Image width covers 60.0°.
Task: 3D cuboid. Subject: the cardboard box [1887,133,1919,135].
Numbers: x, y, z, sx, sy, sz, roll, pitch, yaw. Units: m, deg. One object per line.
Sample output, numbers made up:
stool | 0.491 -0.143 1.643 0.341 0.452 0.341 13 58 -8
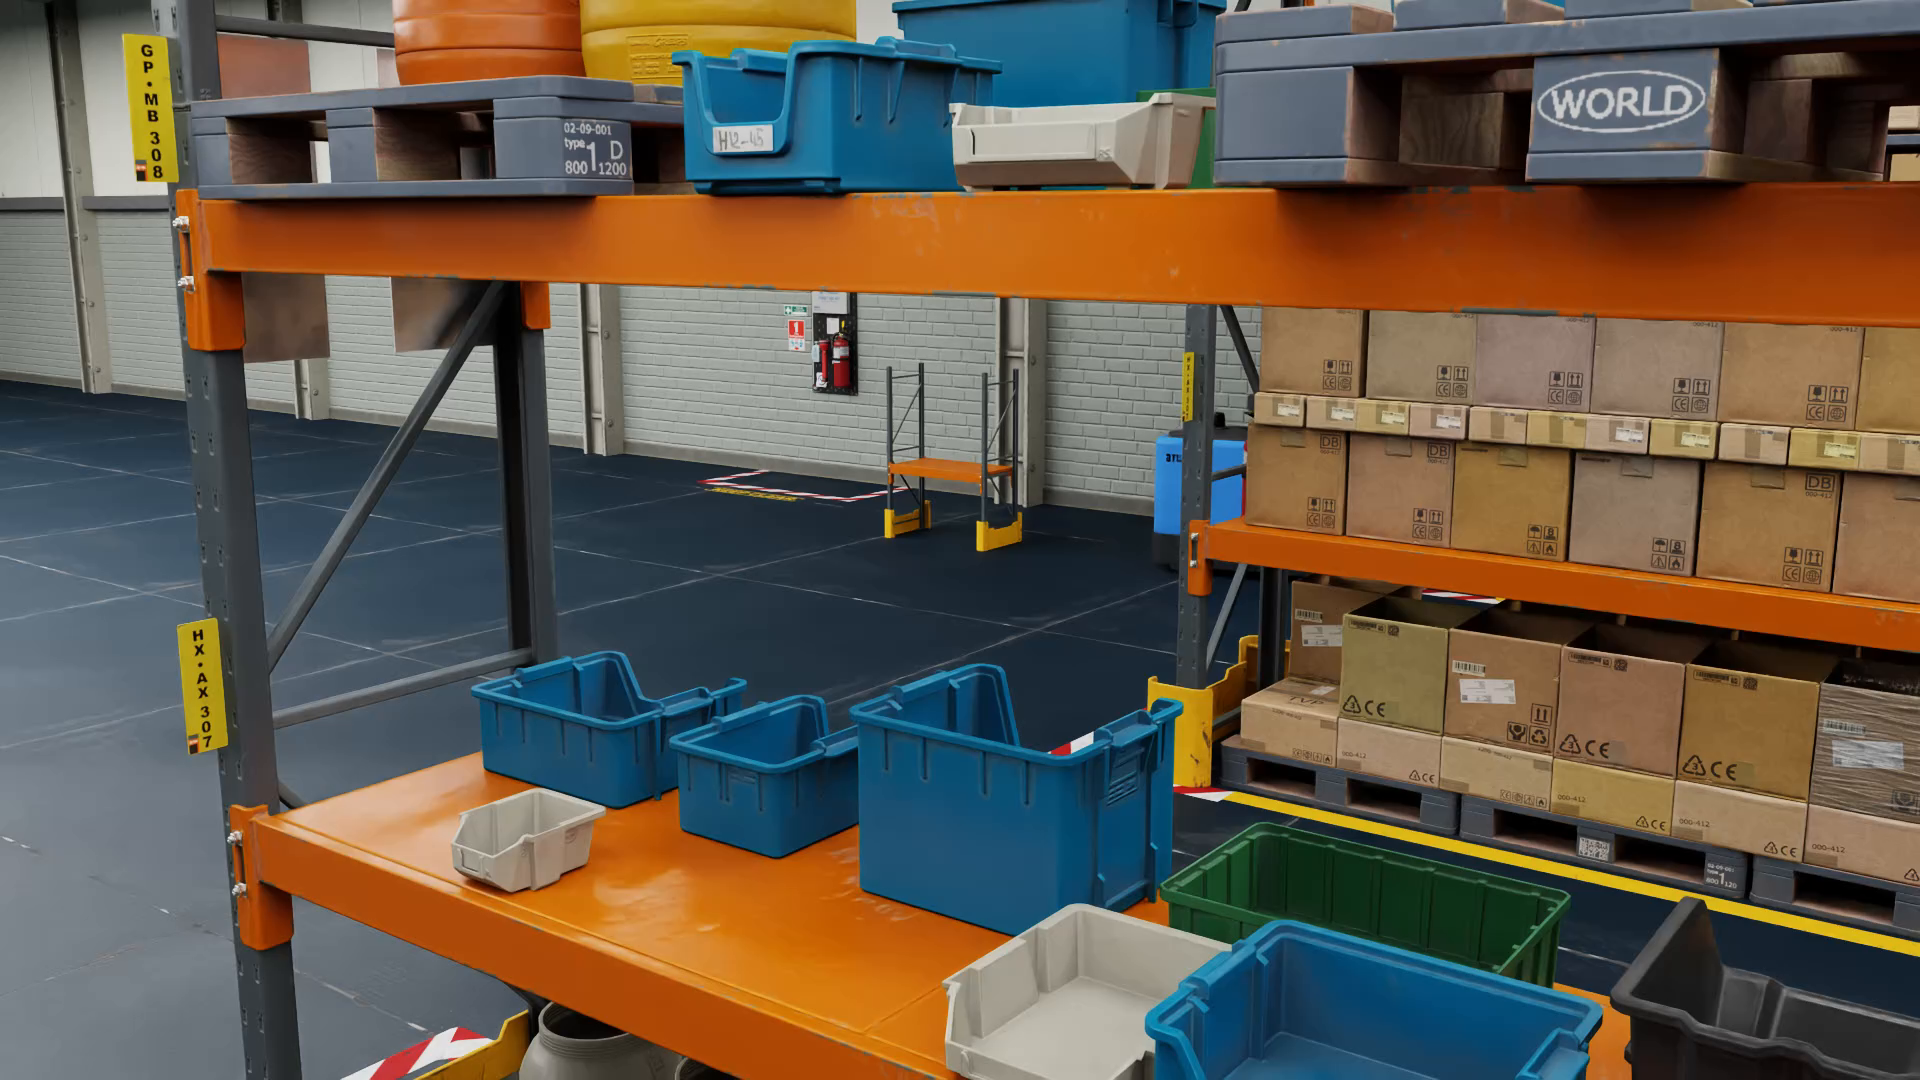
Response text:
cardboard box | 3.955 -1.761 6.596 0.500 0.311 0.500 7 13 32

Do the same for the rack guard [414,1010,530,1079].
rack guard | -1.429 1.638 4.748 0.348 0.500 1.175 8 13 36

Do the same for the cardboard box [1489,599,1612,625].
cardboard box | 2.840 0.552 7.939 0.500 0.500 0.500 8 13 36

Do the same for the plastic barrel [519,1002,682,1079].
plastic barrel | -0.943 1.487 4.392 0.421 0.512 0.421 0 11 0

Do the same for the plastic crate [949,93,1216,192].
plastic crate | 0.173 -0.603 2.546 0.396 0.136 0.243 8 13 36

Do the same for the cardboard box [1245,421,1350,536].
cardboard box | 1.785 -0.343 8.144 0.500 0.500 0.700 8 14 36

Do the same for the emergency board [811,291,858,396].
emergency board | -1.383 -2.119 17.588 0.643 1.169 0.194 8 13 36

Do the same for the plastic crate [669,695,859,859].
plastic crate | -0.418 0.567 4.095 0.408 0.251 0.499 8 13 36

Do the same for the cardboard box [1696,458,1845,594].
cardboard box | 3.448 -0.112 6.950 0.500 0.500 0.700 8 14 36

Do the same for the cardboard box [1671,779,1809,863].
cardboard box | 3.329 1.114 7.005 0.500 0.250 0.500 8 13 36

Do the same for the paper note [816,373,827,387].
paper note | -1.485 -1.717 17.829 0.142 0.148 0.016 8 13 36

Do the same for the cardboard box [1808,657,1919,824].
cardboard box | 3.741 0.800 6.657 0.500 0.500 0.500 8 13 36

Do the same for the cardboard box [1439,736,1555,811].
cardboard box | 2.525 1.001 7.590 0.500 0.250 0.500 8 13 36

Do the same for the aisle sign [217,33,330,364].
aisle sign | -1.750 -0.830 4.080 0.004 0.787 0.394 8 13 36

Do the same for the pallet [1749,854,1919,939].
pallet | 4.024 1.374 6.870 1.213 0.211 1.003 8 13 36

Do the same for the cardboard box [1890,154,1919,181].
cardboard box | 6.147 -2.324 10.430 0.500 0.500 0.500 7 13 33

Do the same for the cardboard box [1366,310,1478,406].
cardboard box | 2.255 -0.916 7.689 0.500 0.500 0.700 8 13 34

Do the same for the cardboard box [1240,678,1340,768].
cardboard box | 1.717 0.889 8.168 0.500 0.250 0.500 8 13 36

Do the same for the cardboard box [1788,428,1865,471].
cardboard box | 3.475 -0.379 6.620 0.250 0.149 0.380 8 13 35

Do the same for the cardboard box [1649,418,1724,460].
cardboard box | 3.056 -0.437 6.919 0.250 0.149 0.380 8 14 37

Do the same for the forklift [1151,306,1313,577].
forklift | 3.092 -1.164 12.830 3.031 2.935 1.130 5 12 23

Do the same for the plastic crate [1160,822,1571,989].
plastic crate | 0.779 0.767 3.225 0.662 0.188 0.450 8 13 36

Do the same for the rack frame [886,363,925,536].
rack frame | -0.478 -0.803 14.732 0.032 1.500 0.500 8 13 36

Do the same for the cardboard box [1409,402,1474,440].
cardboard box | 2.222 -0.553 7.519 0.250 0.149 0.380 8 13 35

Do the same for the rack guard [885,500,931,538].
rack guard | -0.463 -0.187 14.840 0.087 0.250 0.587 8 13 36

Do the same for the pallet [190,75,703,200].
pallet | -0.910 -0.863 3.692 1.213 0.211 1.003 8 13 36

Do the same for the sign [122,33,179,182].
sign | -1.848 -0.984 3.799 0.005 0.325 0.100 8 13 36

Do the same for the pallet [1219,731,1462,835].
pallet | 2.058 1.100 8.288 1.213 0.211 1.003 8 13 36

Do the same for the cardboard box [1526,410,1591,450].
cardboard box | 2.645 -0.495 7.218 0.250 0.149 0.380 8 13 35

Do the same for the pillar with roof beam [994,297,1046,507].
pillar with roof beam | -1.962 -4.122 12.145 0.400 9.000 9.100 8 13 36

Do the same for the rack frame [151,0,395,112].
rack frame | -1.518 -2.536 3.947 0.127 3.000 1.000 8 13 36

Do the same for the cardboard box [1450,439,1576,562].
cardboard box | 2.608 -0.228 7.549 0.500 0.500 0.700 8 14 36

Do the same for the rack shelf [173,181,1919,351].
rack shelf | 0.094 -0.485 3.138 4.000 0.370 1.077 8 13 36

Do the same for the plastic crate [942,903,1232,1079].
plastic crate | 0.247 0.845 2.961 0.437 0.136 0.530 8 13 36

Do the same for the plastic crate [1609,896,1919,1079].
plastic crate | 1.359 0.811 2.603 0.504 0.338 0.767 8 13 36

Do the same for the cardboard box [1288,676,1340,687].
cardboard box | 2.024 0.810 8.578 0.500 0.250 0.500 8 13 36

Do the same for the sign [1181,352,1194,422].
sign | 1.083 -0.728 7.909 0.005 0.325 0.100 8 13 36

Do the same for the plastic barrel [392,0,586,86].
plastic barrel | -1.052 -1.445 3.970 0.708 0.830 0.600 8 13 36

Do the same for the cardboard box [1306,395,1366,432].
cardboard box | 1.820 -0.610 7.814 0.250 0.149 0.380 8 13 34

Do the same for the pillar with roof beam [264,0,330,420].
pillar with roof beam | -11.634 -5.471 19.119 0.400 9.000 9.100 8 13 36

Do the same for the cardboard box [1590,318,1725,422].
cardboard box | 3.066 -0.803 7.105 0.500 0.500 0.700 8 14 36

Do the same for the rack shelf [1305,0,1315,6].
rack shelf | 3.029 -2.520 6.809 4.000 0.370 1.077 8 13 36

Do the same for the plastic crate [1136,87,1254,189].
plastic crate | 0.595 -0.729 3.060 0.450 0.188 0.336 8 13 36

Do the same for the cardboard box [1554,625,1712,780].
cardboard box | 2.925 0.690 7.223 0.500 0.500 0.500 8 13 36

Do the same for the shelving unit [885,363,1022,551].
shelving unit | -0.061 -0.745 14.432 1.083 1.500 0.587 8 13 36

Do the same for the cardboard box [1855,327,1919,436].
cardboard box | 3.871 -0.691 6.523 0.500 0.500 0.700 8 13 35

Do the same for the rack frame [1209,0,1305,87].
rack frame | 1.416 -3.294 7.865 0.127 3.000 1.000 8 13 36

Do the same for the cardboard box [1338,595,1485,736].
cardboard box | 2.121 0.577 7.808 0.500 0.500 0.500 8 13 36

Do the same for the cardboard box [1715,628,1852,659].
cardboard box | 3.646 0.664 7.359 0.500 0.500 0.500 8 13 36

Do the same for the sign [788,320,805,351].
sign | -1.768 -2.215 17.987 0.234 0.329 0.001 8 13 36
